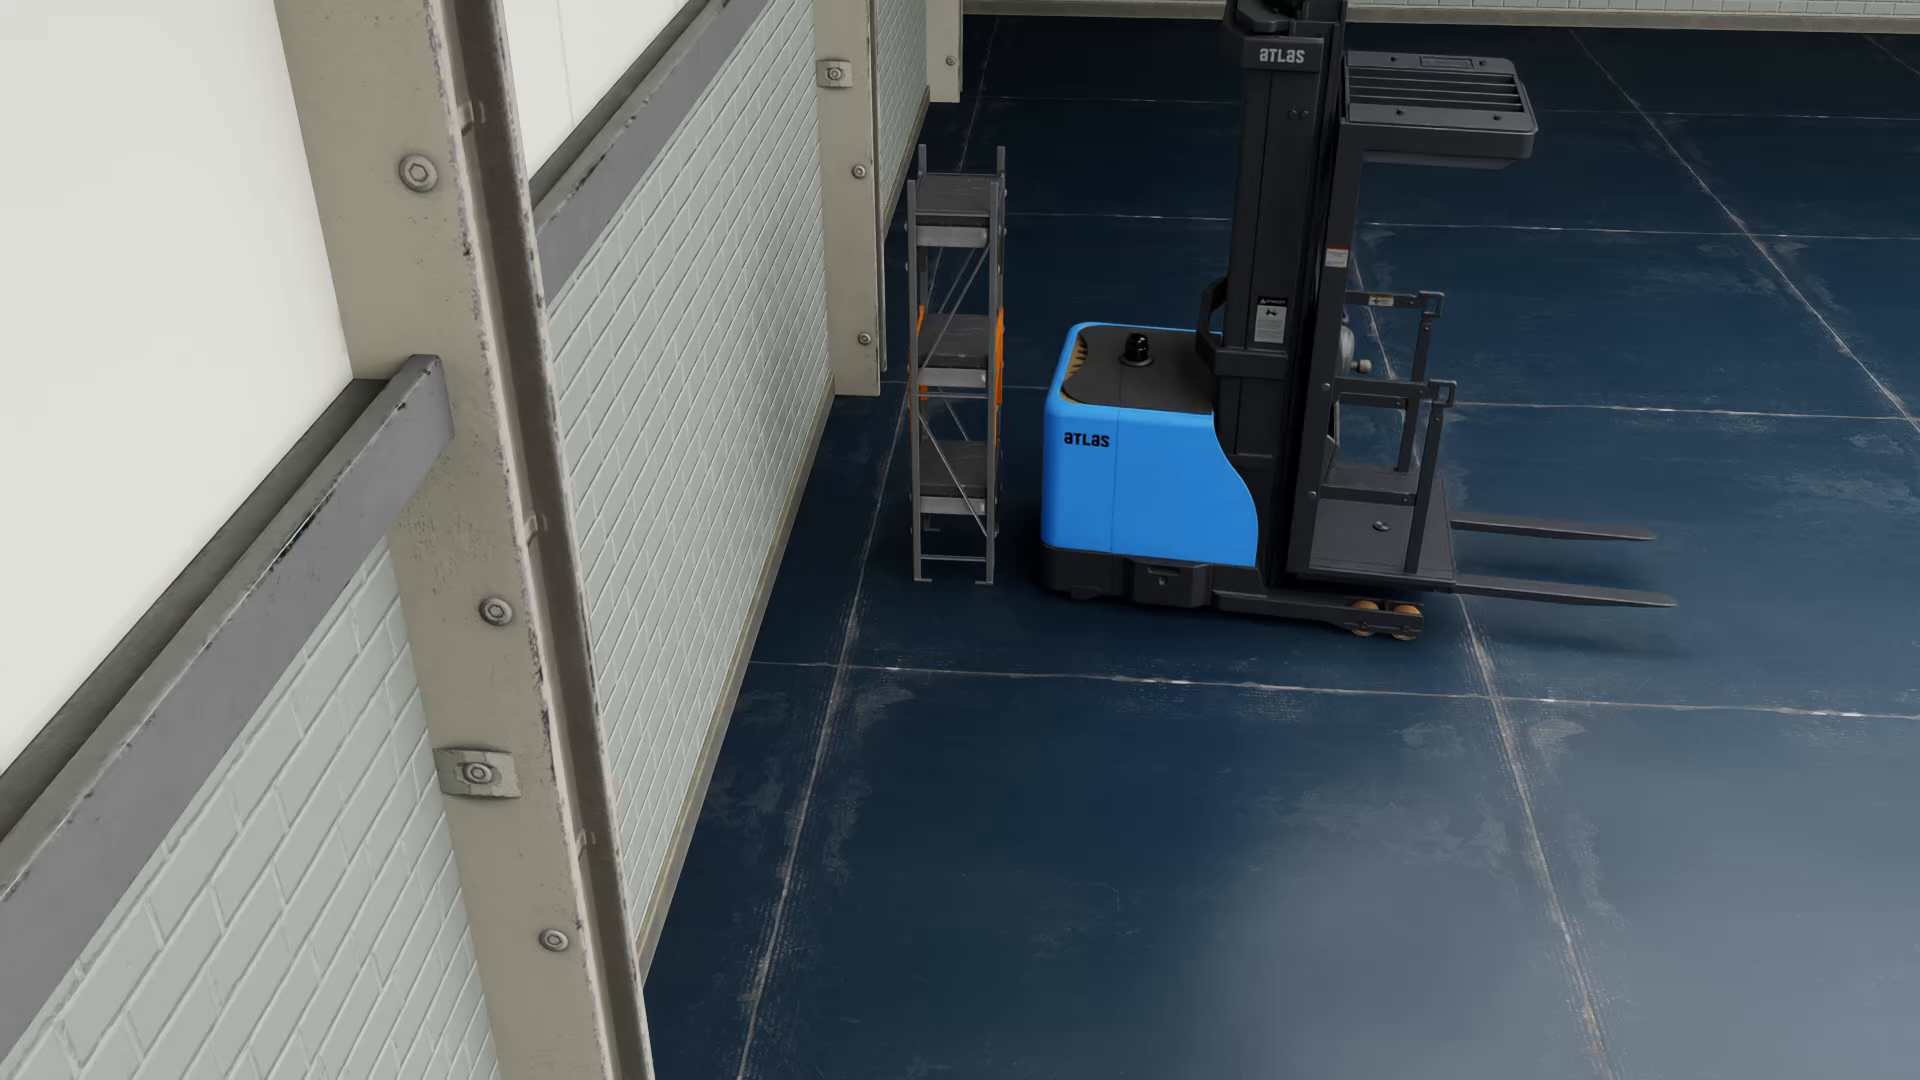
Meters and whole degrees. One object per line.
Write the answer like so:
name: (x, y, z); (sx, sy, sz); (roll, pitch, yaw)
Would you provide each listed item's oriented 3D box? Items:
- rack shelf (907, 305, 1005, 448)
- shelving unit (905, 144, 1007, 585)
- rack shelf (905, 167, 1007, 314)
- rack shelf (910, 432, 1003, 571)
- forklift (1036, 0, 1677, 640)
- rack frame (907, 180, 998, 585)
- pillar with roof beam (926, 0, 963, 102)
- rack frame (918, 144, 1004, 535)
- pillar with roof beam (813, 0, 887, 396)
rack shelf: (-0.013, -0.796, 8.066); (0.431, 0.518, 0.480); (2, 32, 4)
shelving unit: (-0.013, -0.807, 8.059); (0.431, 2.100, 0.503); (2, 32, 4)
rack shelf: (-0.014, -1.392, 7.699); (0.431, 0.518, 0.480); (2, 32, 4)
rack shelf: (-0.013, -0.200, 8.433); (0.431, 0.518, 0.480); (2, 32, 4)
forklift: (1.950, -1.072, 7.695); (3.031, 2.935, 1.130); (6, 32, 9)
rack frame: (-0.033, -0.680, 7.852); (0.400, 2.100, 0.015); (2, 32, 4)
pillar with roof beam: (4.146, -7.776, 12.790); (9.100, 9.000, 0.400); (2, 32, 4)
rack frame: (0.006, -0.935, 8.266); (0.400, 2.100, 0.015); (2, 32, 4)
pillar with roof beam: (3.658, -4.638, 7.699); (9.100, 9.000, 0.400); (2, 32, 4)
